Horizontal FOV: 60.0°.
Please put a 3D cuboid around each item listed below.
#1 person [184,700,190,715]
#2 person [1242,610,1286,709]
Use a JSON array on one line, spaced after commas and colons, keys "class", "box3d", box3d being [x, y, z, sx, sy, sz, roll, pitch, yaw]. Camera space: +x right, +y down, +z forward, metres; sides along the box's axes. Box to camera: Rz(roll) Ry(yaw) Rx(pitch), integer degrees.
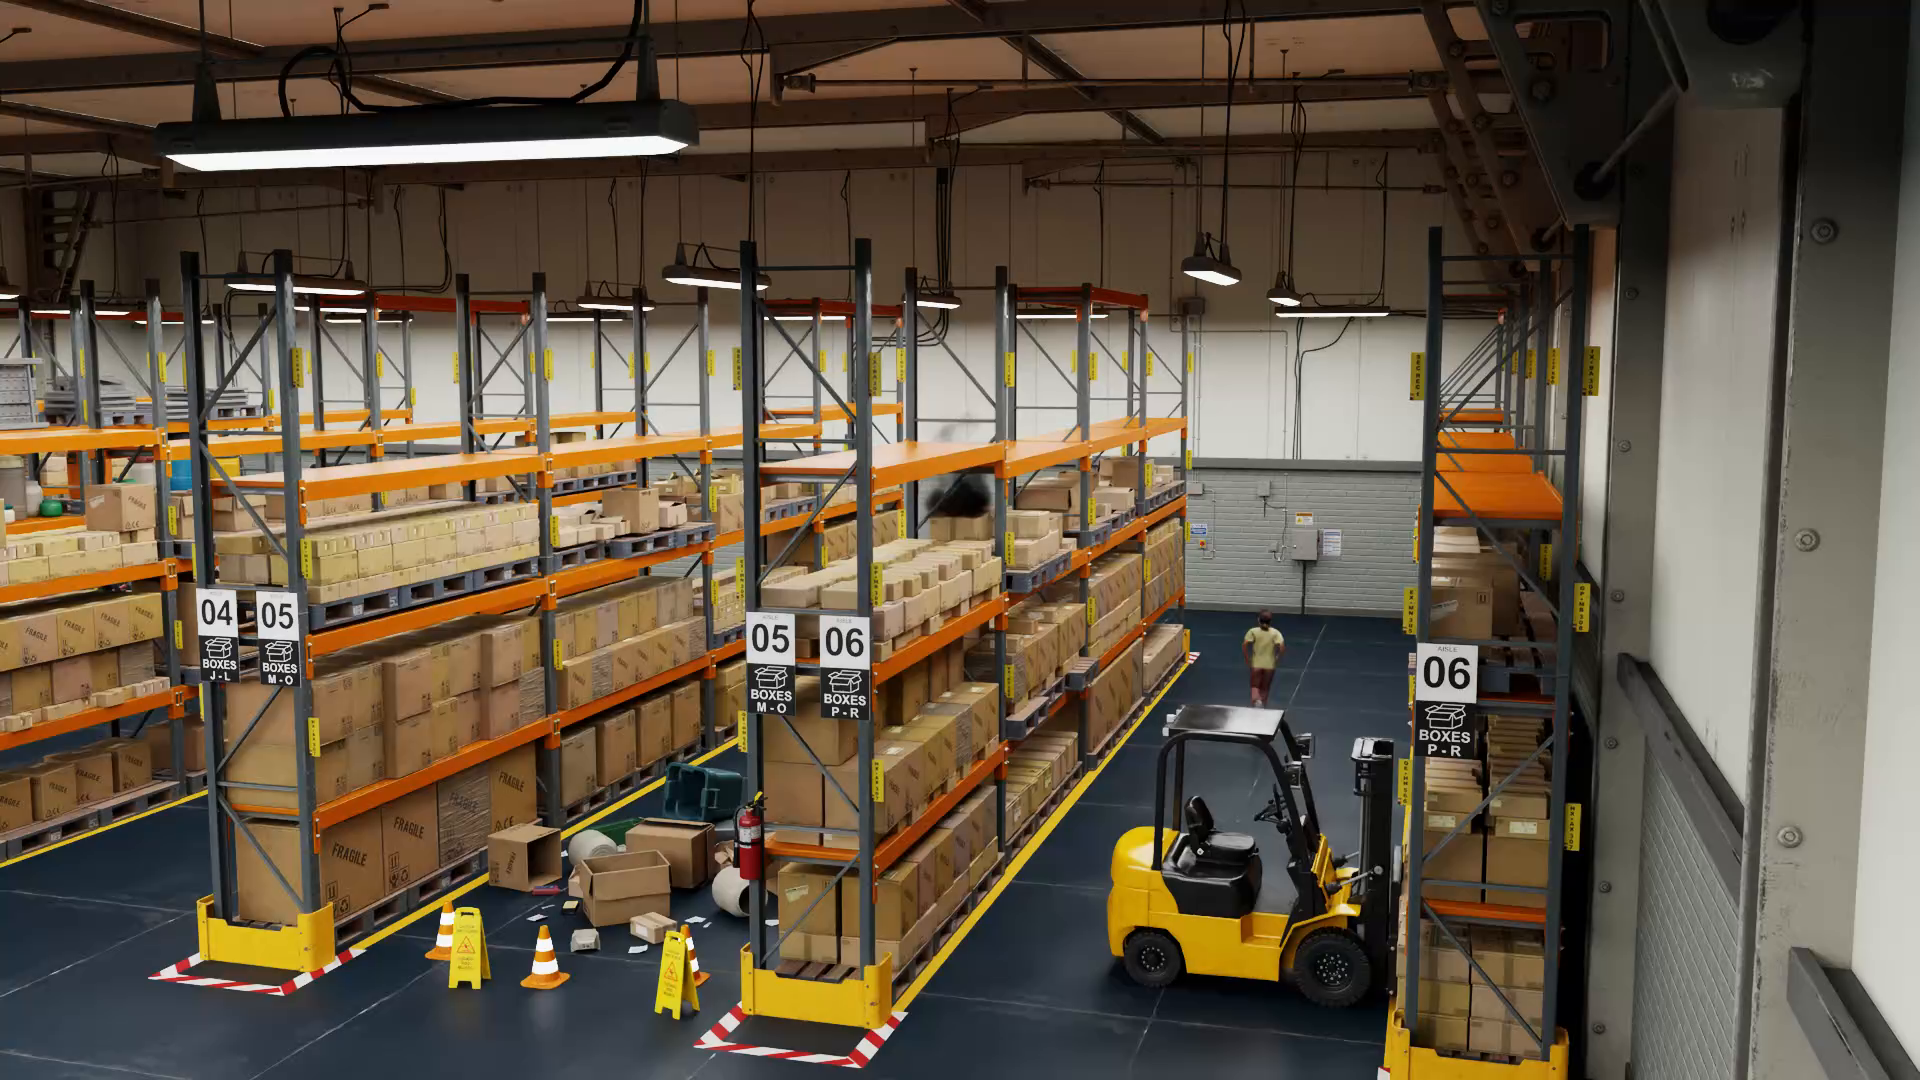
[{"class": "person", "box3d": [-10.548, 1.741, 23.009, 0.677, 1.820, 0.778, 2, 7, 14]}, {"class": "person", "box3d": [4.207, 1.790, 23.077, 0.599, 1.629, 0.606, 1, 7, 11]}]
